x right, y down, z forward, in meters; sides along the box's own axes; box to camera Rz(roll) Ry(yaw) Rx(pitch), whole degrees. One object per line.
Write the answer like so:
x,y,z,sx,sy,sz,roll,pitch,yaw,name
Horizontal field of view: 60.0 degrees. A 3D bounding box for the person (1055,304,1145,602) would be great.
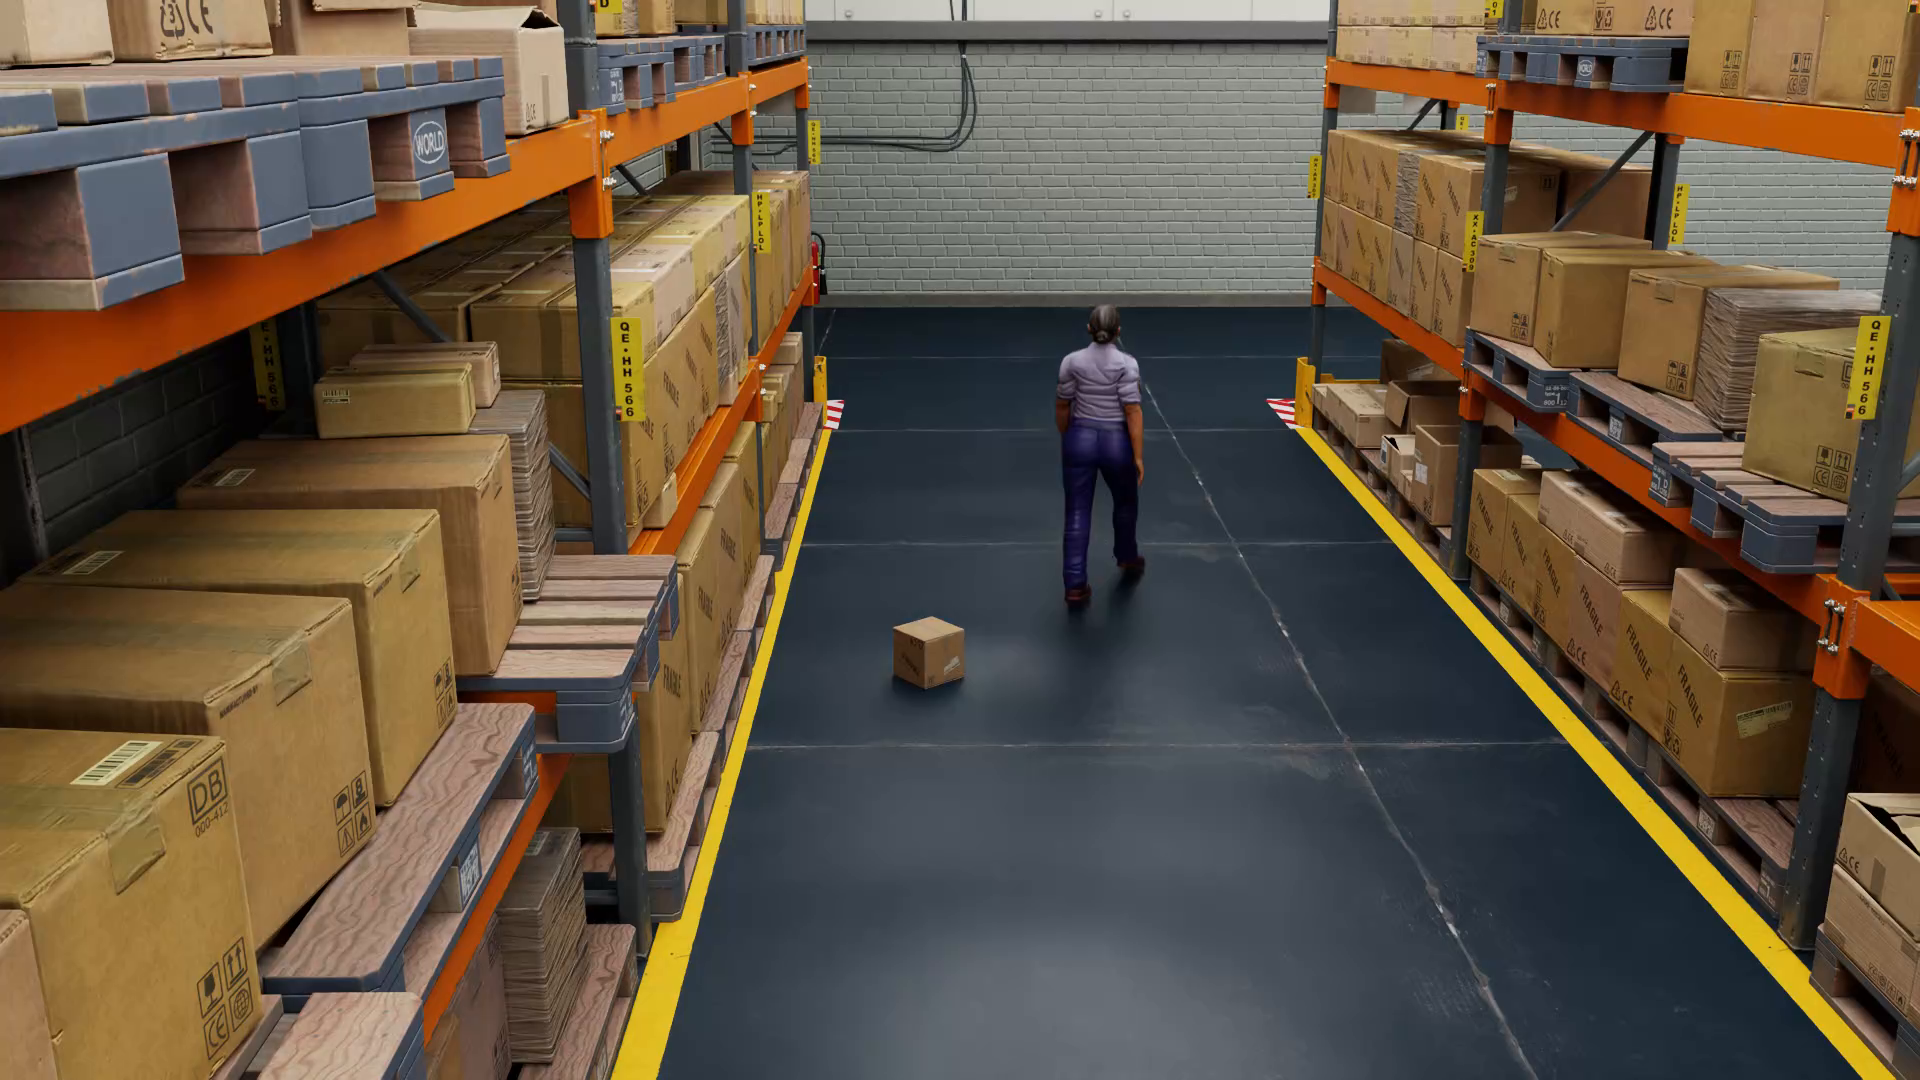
0.784,-0.523,9.219,0.517,1.607,0.933,3,18,10,person
